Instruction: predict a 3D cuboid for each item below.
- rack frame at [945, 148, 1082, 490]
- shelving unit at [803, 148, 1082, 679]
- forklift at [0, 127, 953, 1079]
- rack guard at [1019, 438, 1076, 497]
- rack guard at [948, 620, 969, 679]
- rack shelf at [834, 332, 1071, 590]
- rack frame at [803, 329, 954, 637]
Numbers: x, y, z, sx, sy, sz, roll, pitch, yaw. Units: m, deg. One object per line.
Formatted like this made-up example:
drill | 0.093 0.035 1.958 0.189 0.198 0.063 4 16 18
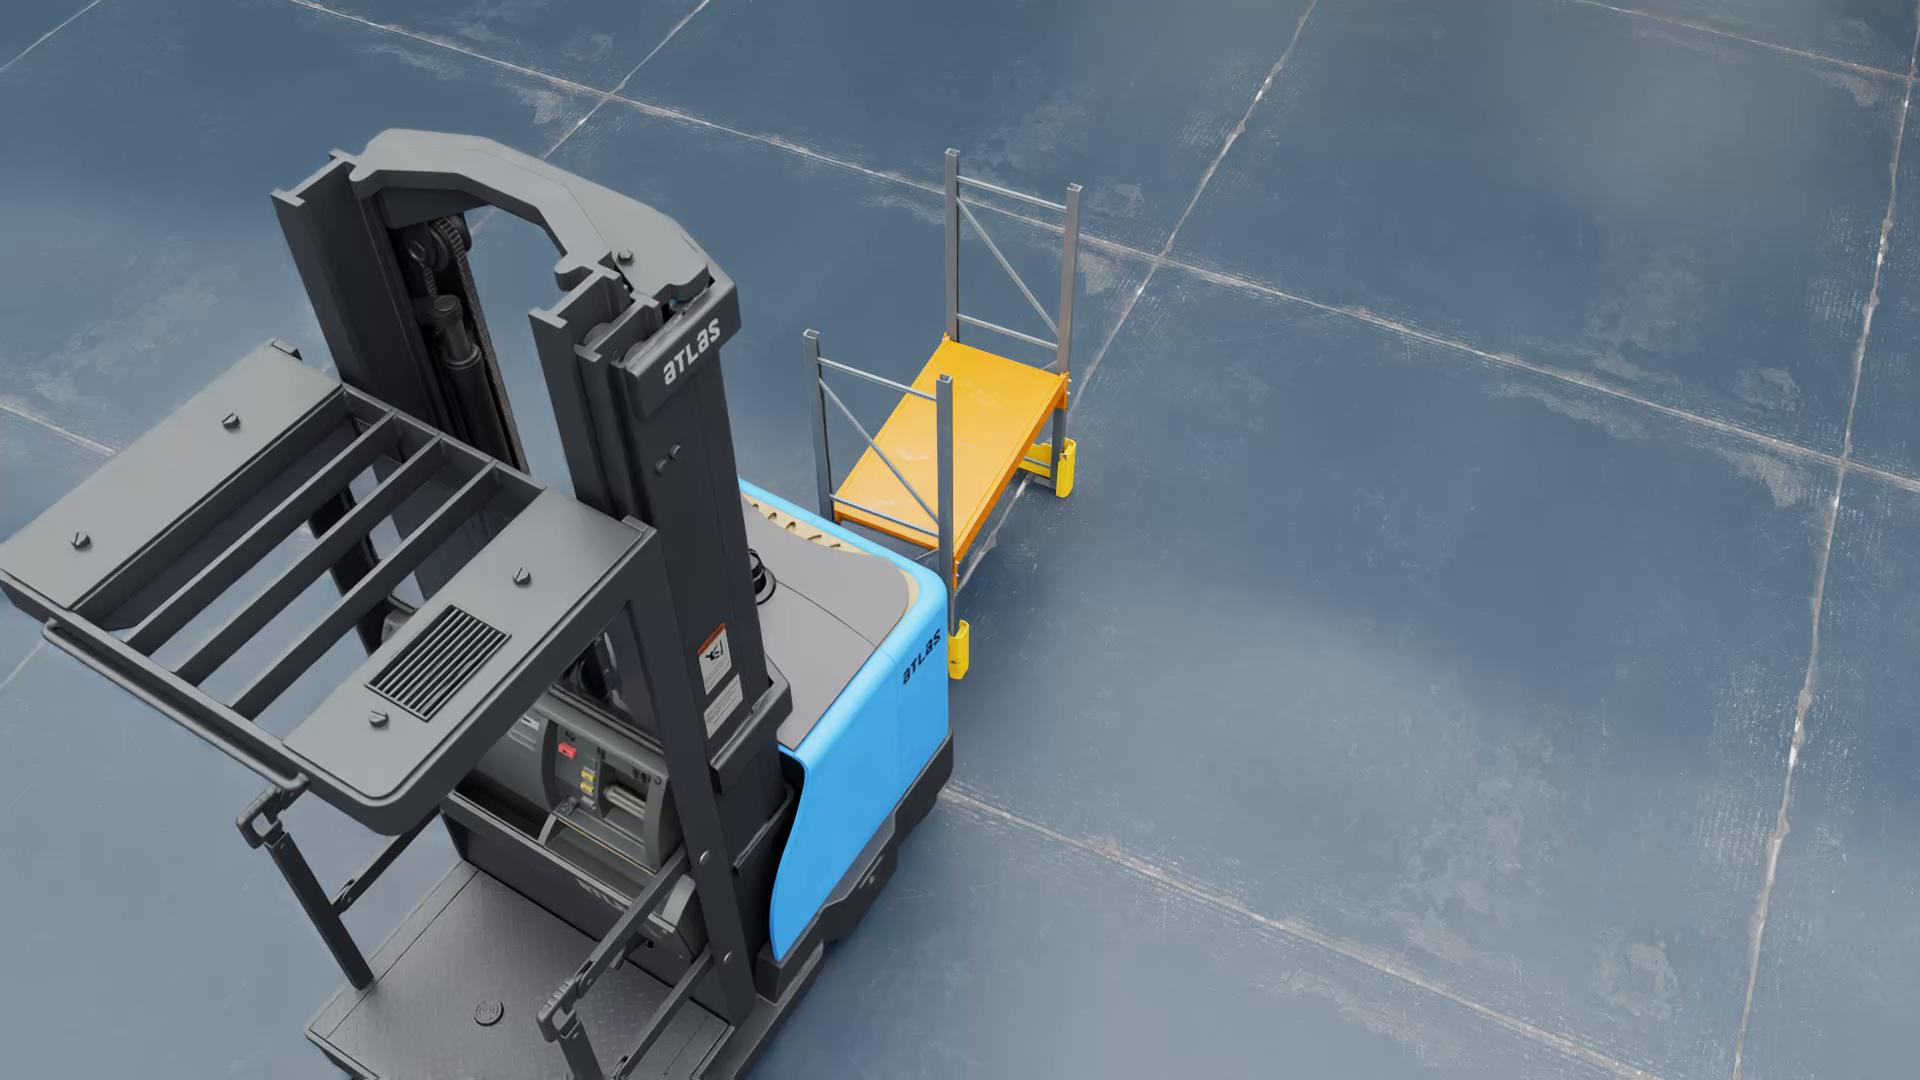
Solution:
rack frame | 0.181 -0.777 6.242 0.500 1.500 0.032 20 52 16
shelving unit | -0.033 -0.434 5.949 0.587 1.500 1.083 20 52 16
forklift | -1.225 0.627 4.107 1.130 2.935 3.031 25 54 20
rack guard | 0.180 -0.371 6.717 0.587 0.250 0.087 20 52 16
rack guard | -0.245 0.314 6.133 0.587 0.250 0.087 20 52 16
rack shelf | -0.036 -0.311 6.081 0.538 0.185 1.000 20 52 16
rack frame | -0.254 -0.077 5.646 0.500 1.500 0.032 20 52 16
